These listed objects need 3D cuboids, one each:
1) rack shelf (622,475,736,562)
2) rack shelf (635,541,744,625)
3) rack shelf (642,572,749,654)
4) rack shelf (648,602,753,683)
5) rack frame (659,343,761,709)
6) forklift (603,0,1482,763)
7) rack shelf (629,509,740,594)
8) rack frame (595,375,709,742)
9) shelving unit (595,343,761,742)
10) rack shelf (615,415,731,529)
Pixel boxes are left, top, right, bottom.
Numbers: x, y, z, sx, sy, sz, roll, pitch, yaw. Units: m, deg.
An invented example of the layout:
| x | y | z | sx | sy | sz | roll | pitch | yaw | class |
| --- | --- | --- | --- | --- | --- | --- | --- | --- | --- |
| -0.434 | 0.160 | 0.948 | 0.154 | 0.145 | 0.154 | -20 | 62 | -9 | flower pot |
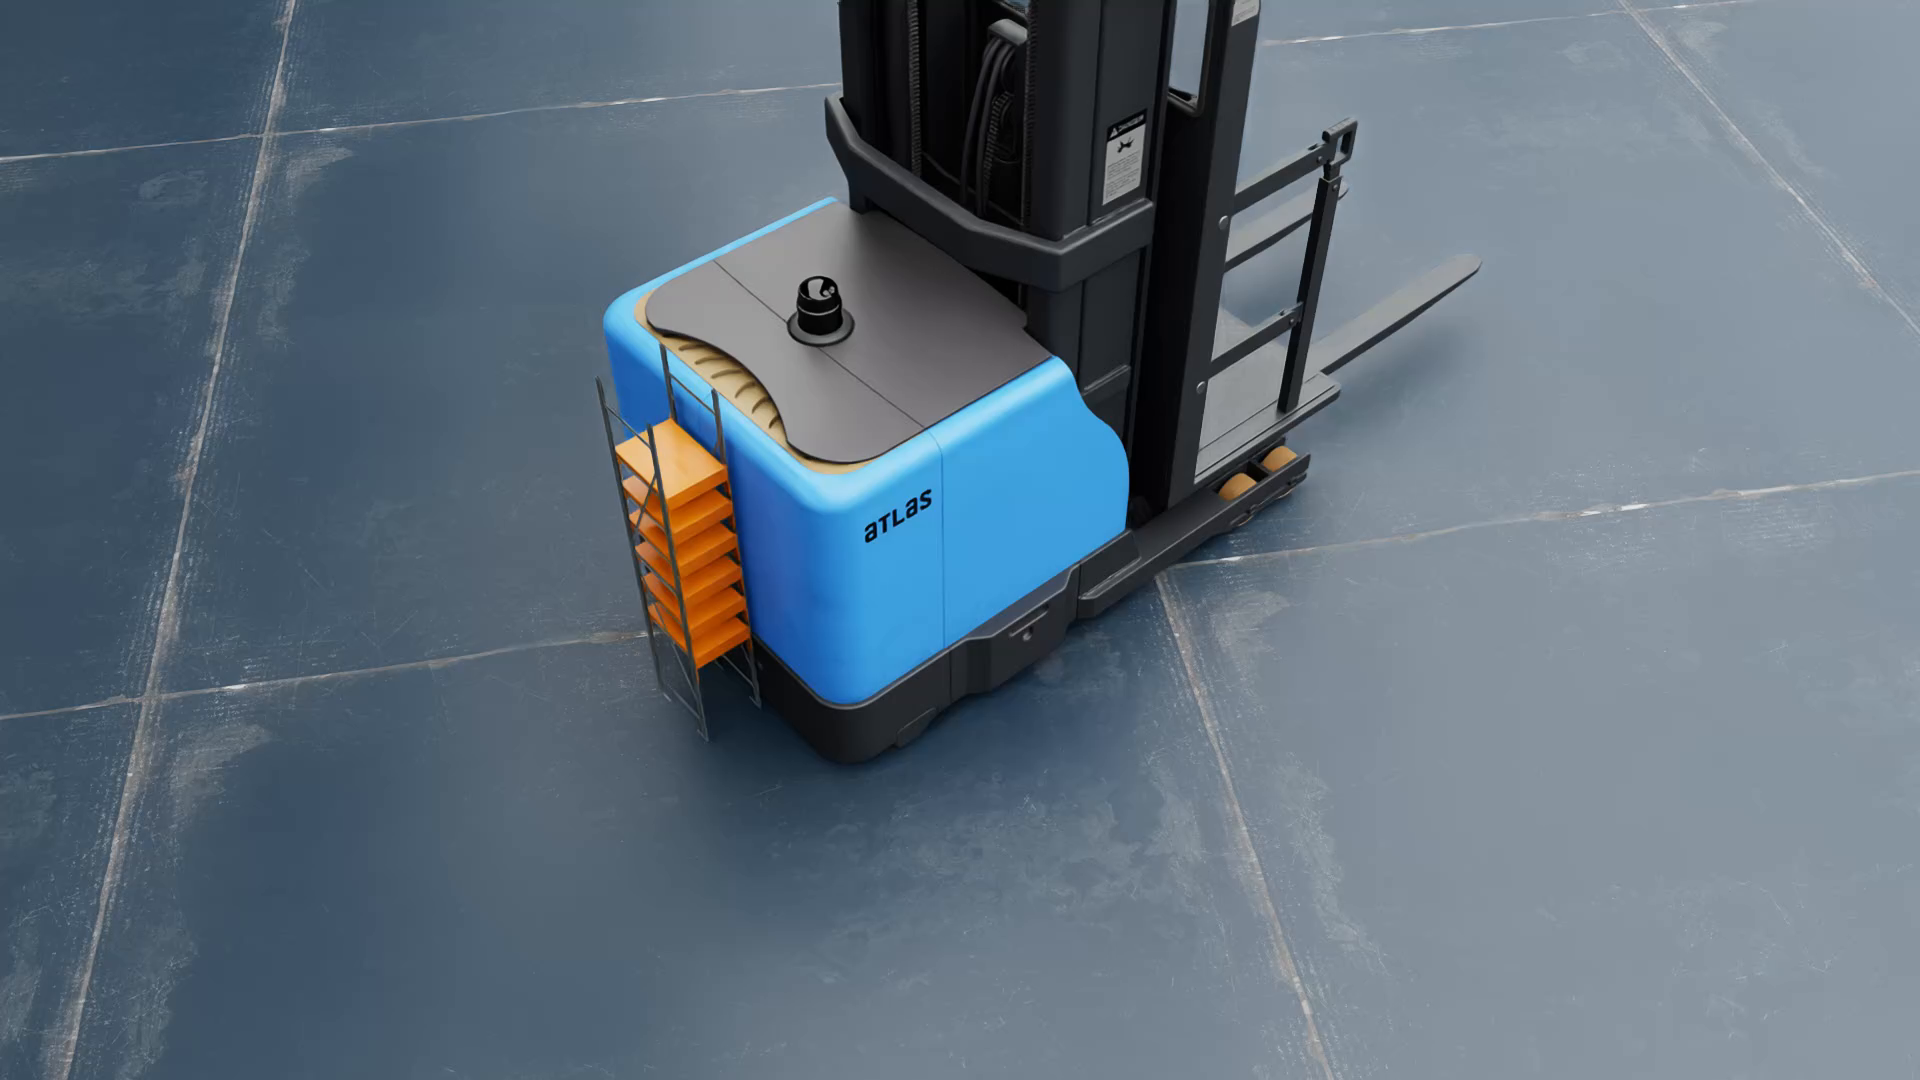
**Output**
| x | y | z | sx | sy | sz | roll | pitch | yaw | class |
| --- | --- | --- | --- | --- | --- | --- | --- | --- | --- |
| -0.721 | -0.089 | 4.231 | 0.180 | 0.103 | 0.258 | -32 | 54 | -27 | rack shelf |
| -0.721 | 0.077 | 4.404 | 0.180 | 0.103 | 0.258 | -32 | 54 | -27 | rack shelf |
| -0.721 | 0.160 | 4.491 | 0.180 | 0.103 | 0.258 | -32 | 54 | -27 | rack shelf |
| -0.721 | 0.244 | 4.577 | 0.180 | 0.103 | 0.258 | -32 | 54 | -27 | rack shelf |
| -0.652 | 0.003 | 4.414 | 0.006 | 1.200 | 0.240 | -32 | 54 | -27 | rack frame |
| 0.490 | -1.321 | 4.488 | 3.031 | 2.935 | 1.130 | -32 | 54 | -27 | forklift |
| -0.721 | -0.006 | 4.318 | 0.180 | 0.103 | 0.258 | -32 | 54 | -27 | rack shelf |
| -0.790 | 0.089 | 4.331 | 0.006 | 1.200 | 0.240 | -32 | 54 | -27 | rack frame |
| -0.721 | 0.046 | 4.372 | 0.189 | 1.200 | 0.258 | -32 | 54 | -27 | shelving unit |
| -0.721 | -0.173 | 4.145 | 0.180 | 0.103 | 0.258 | -32 | 54 | -27 | rack shelf |
